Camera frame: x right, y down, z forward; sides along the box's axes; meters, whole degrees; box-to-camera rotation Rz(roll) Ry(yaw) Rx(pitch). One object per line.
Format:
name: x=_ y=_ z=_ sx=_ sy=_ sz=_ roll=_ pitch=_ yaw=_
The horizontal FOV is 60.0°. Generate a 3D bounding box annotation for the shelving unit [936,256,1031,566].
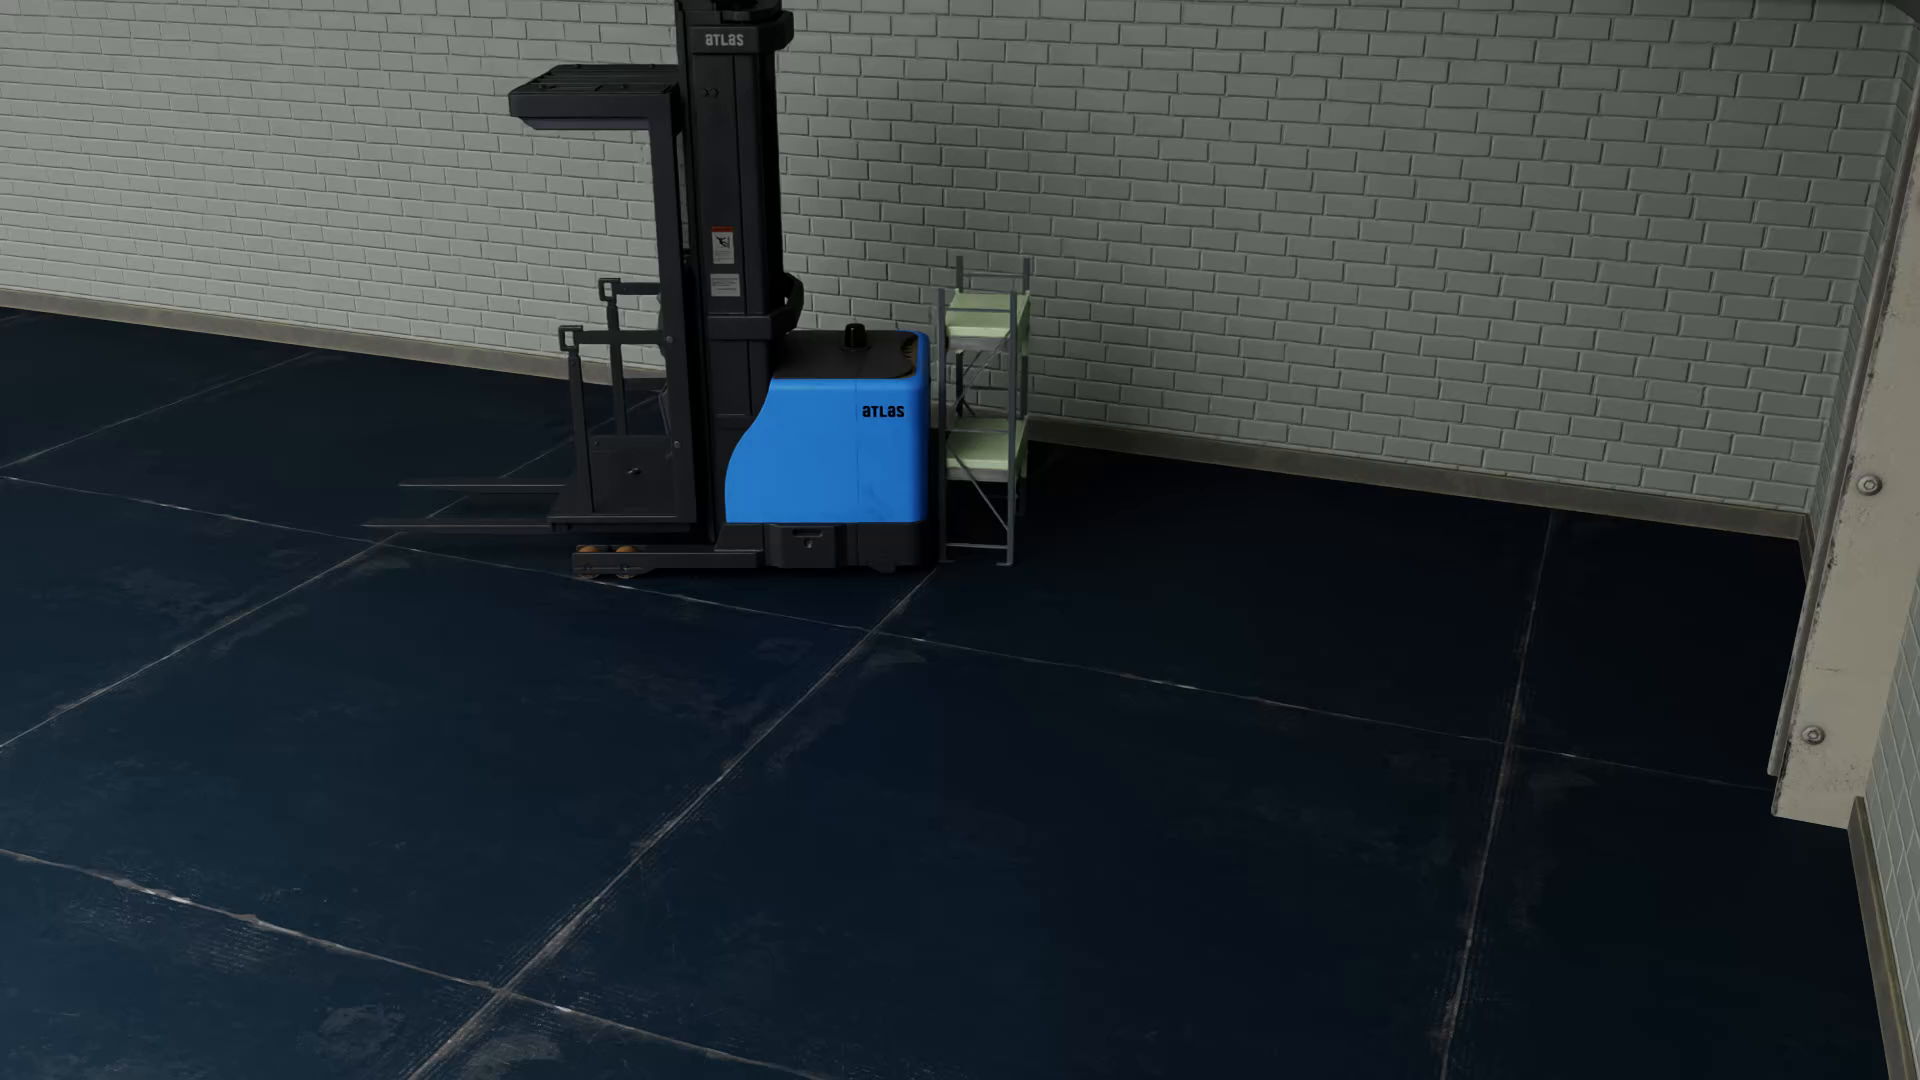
shelving unit: x=0.134 y=-0.706 z=8.994 sx=0.431 sy=1.500 sz=0.755 roll=3 pitch=23 yaw=7

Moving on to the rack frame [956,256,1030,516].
rack frame: x=0.179 y=-0.846 z=9.329 sx=0.400 sy=1.500 sz=0.023 roll=3 pitch=23 yaw=7

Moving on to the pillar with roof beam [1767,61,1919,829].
pillar with roof beam: x=-0.546 y=-3.721 z=6.483 sx=9.100 sy=9.000 sz=0.400 roll=9 pitch=24 yaw=20

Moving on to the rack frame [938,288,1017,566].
rack frame: x=0.088 y=-0.566 z=8.659 sx=0.400 sy=1.500 sz=0.023 roll=3 pitch=23 yaw=7

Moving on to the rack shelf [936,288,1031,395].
rack shelf: x=0.134 y=-1.066 z=8.843 sx=0.431 sy=0.370 sz=0.720 roll=3 pitch=23 yaw=7

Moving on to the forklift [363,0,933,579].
forklift: x=-1.670 y=-1.353 z=8.685 sx=3.031 sy=2.935 sz=1.130 roll=0 pitch=23 yaw=0

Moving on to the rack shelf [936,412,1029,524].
rack shelf: x=0.134 y=-0.405 z=9.119 sx=0.431 sy=0.370 sz=0.720 roll=3 pitch=23 yaw=7
